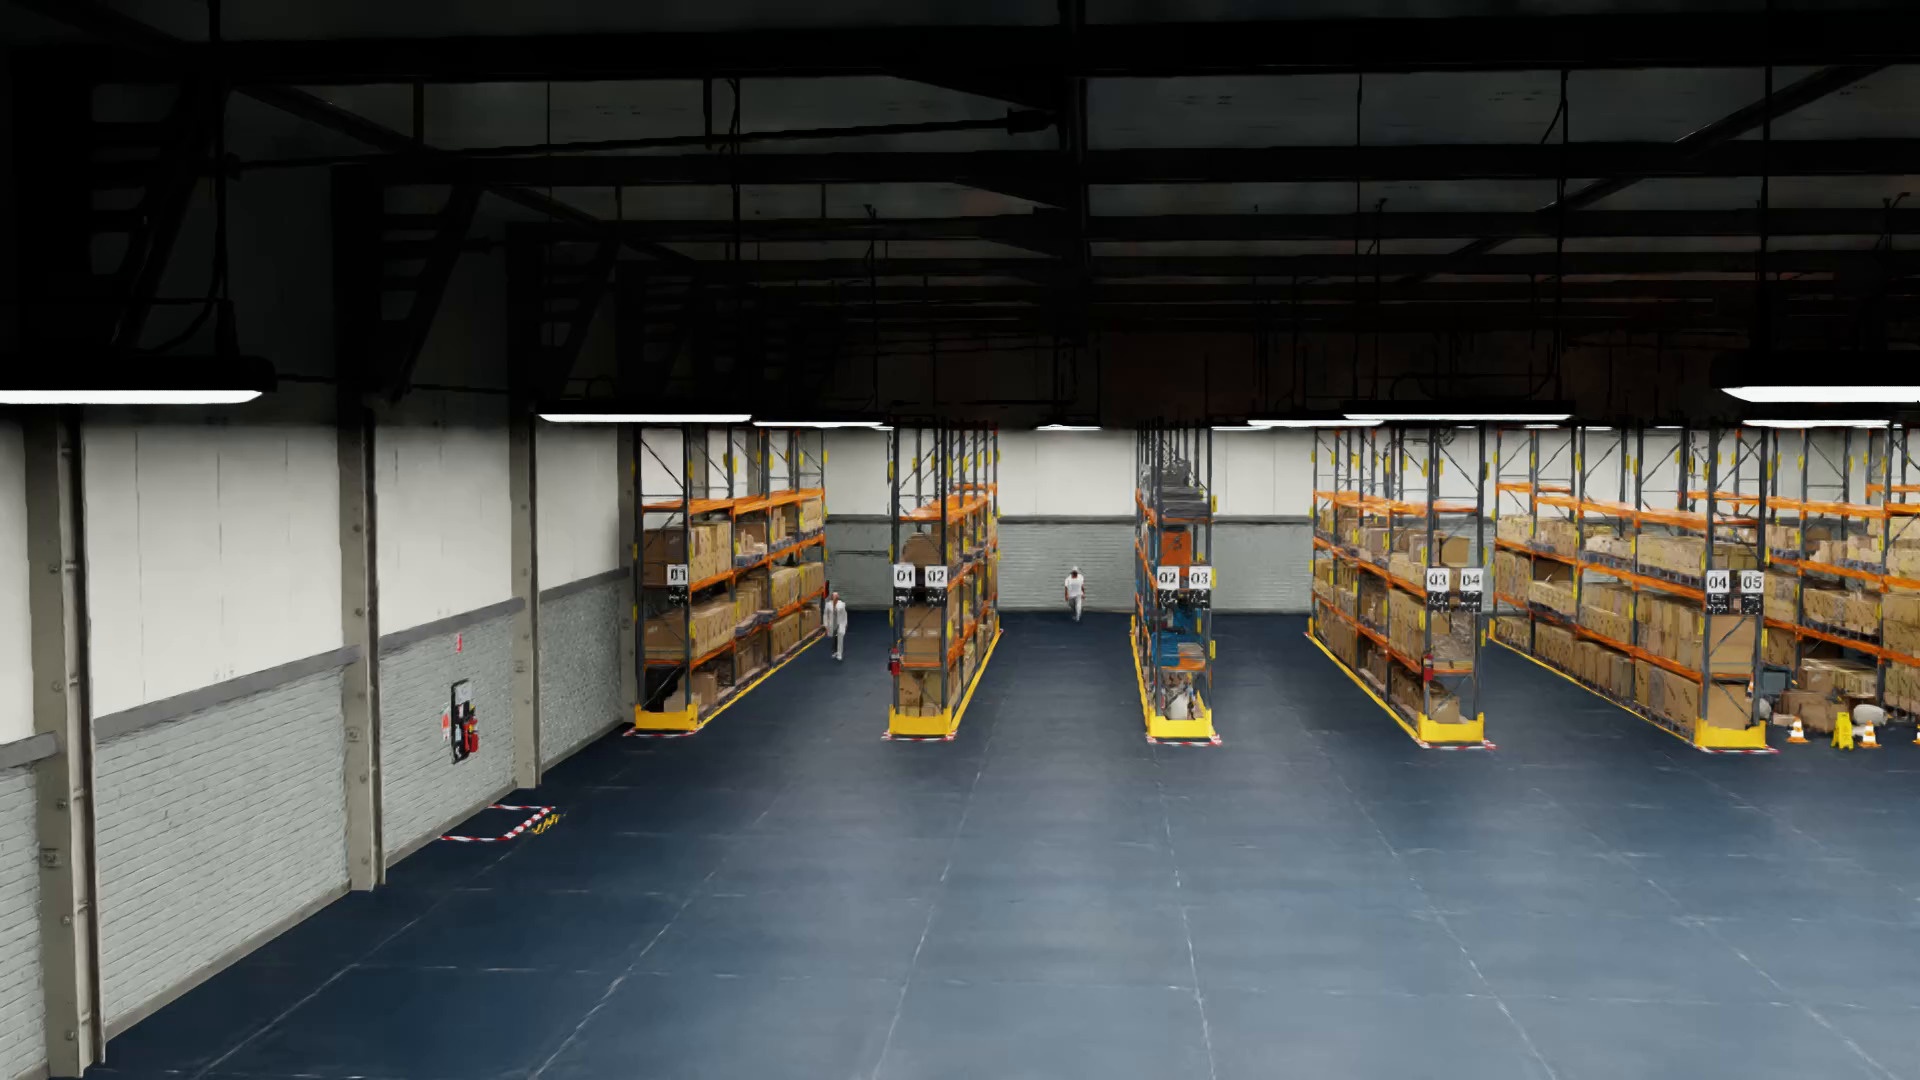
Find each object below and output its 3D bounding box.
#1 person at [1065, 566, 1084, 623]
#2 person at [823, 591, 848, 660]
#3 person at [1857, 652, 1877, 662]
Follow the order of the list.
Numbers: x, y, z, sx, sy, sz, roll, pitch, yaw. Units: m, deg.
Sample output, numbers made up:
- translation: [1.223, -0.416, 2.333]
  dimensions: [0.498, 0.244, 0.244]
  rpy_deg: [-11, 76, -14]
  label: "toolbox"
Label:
- translation: [3.430, 1.618, 49.791]
  dimensions: [0.577, 1.691, 1.121]
  rpy_deg: [0, 4, 7]
  label: "person"
- translation: [-3.122, 2.145, 41.647]
  dimensions: [0.601, 1.670, 1.185]
  rpy_deg: [0, 4, 3]
  label: "person"
- translation: [22.692, 2.148, 41.367]
  dimensions: [0.586, 1.718, 0.638]
  rpy_deg: [2, 4, 26]
  label: "person"
